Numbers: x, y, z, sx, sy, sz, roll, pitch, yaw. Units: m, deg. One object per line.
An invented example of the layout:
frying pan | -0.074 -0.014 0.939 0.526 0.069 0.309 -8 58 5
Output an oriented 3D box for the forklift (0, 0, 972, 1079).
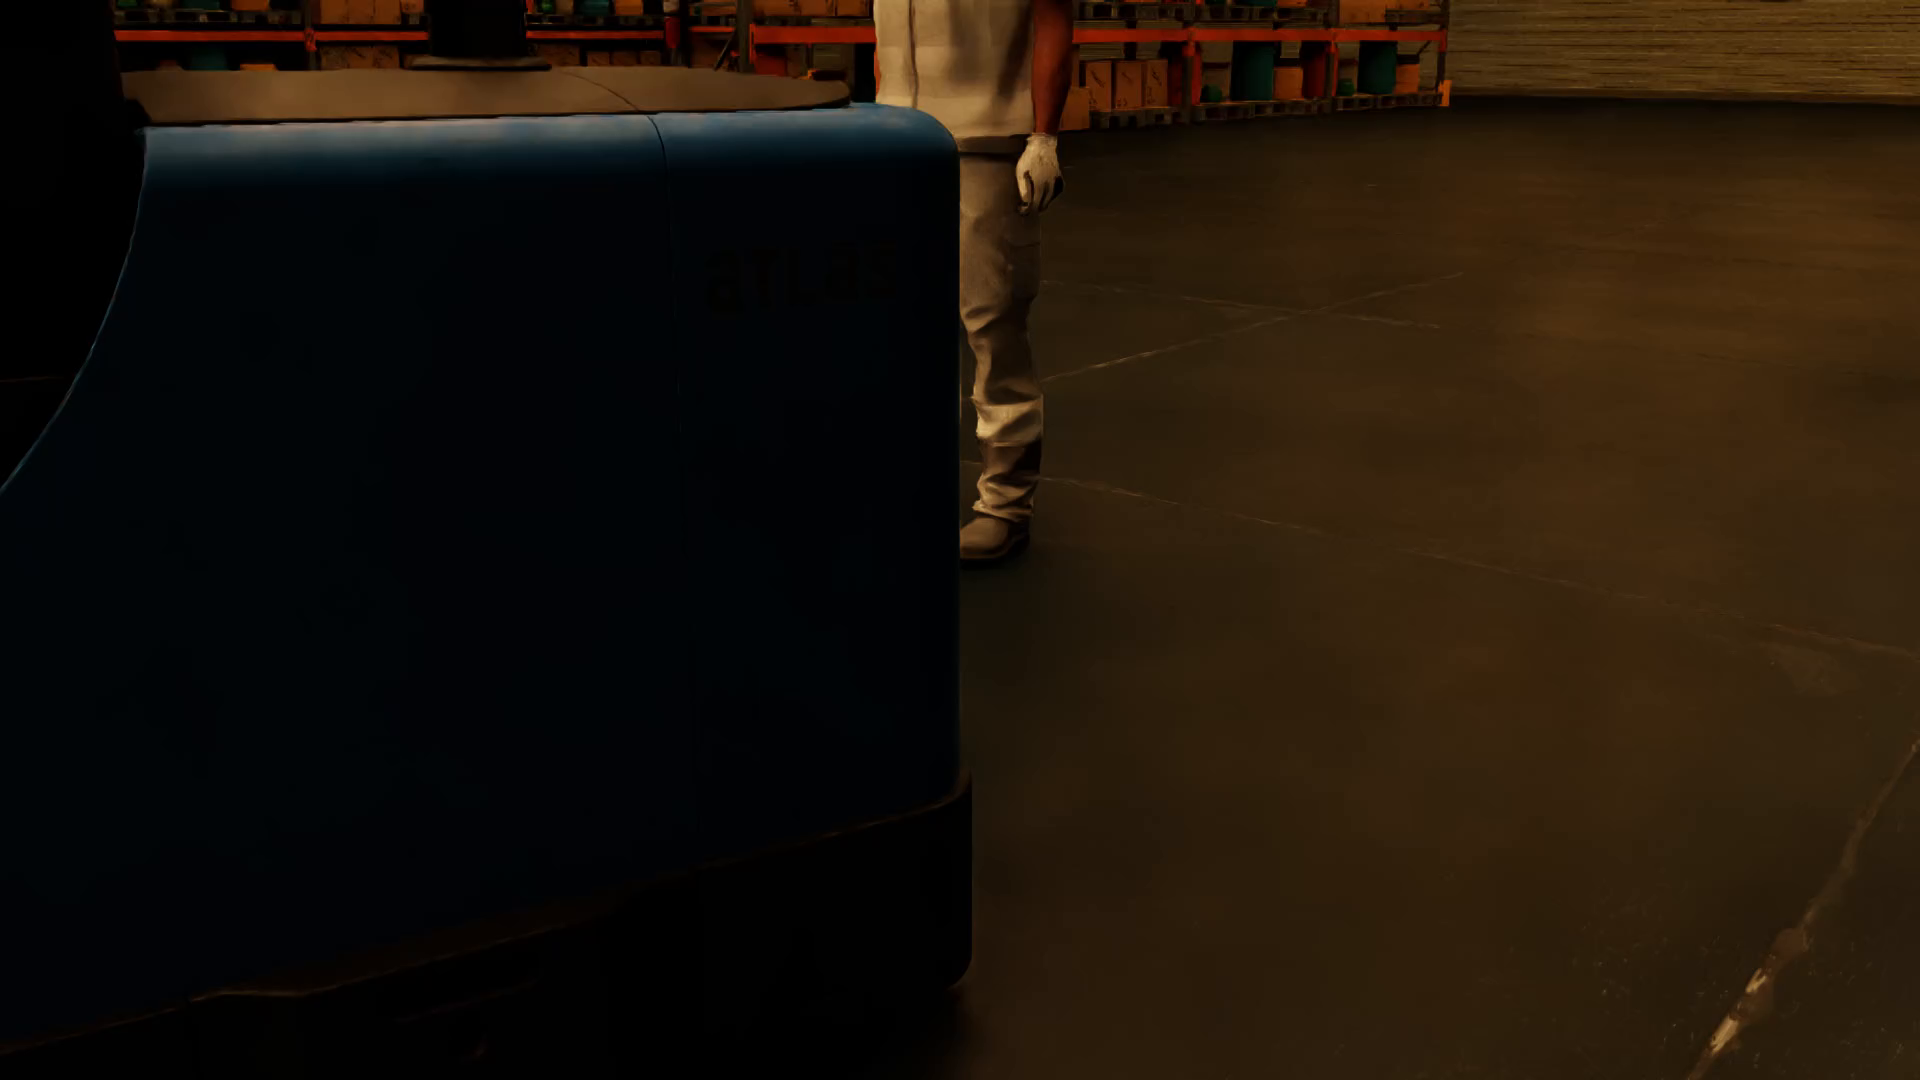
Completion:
forklift | -1.518 -0.724 1.281 3.031 2.935 1.130 -10 19 -29

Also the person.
person | -0.012 -0.852 3.665 0.540 1.795 0.349 13 21 37
